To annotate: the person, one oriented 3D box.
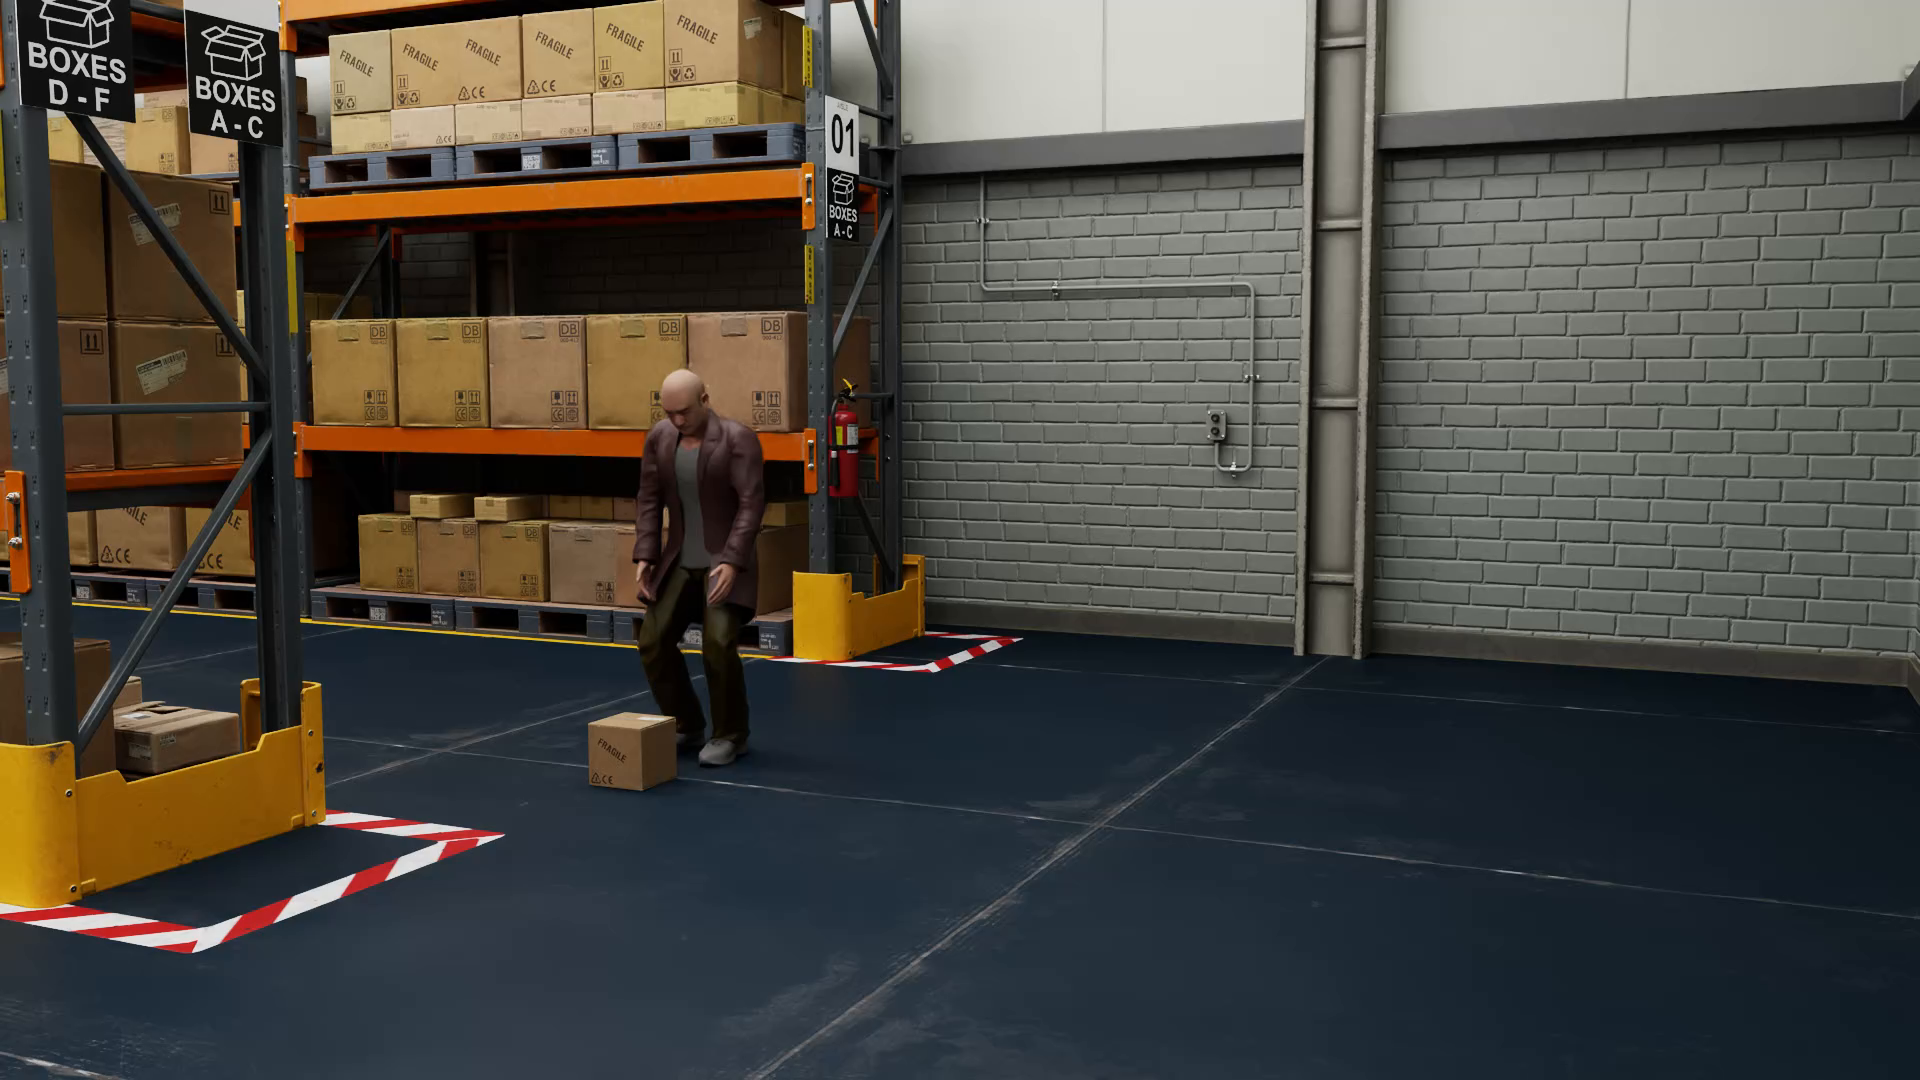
[{"bbox_3d":[-1.082,0.109,7.034,0.611,1.653,0.522,3,6,25],"label":"person"}]
